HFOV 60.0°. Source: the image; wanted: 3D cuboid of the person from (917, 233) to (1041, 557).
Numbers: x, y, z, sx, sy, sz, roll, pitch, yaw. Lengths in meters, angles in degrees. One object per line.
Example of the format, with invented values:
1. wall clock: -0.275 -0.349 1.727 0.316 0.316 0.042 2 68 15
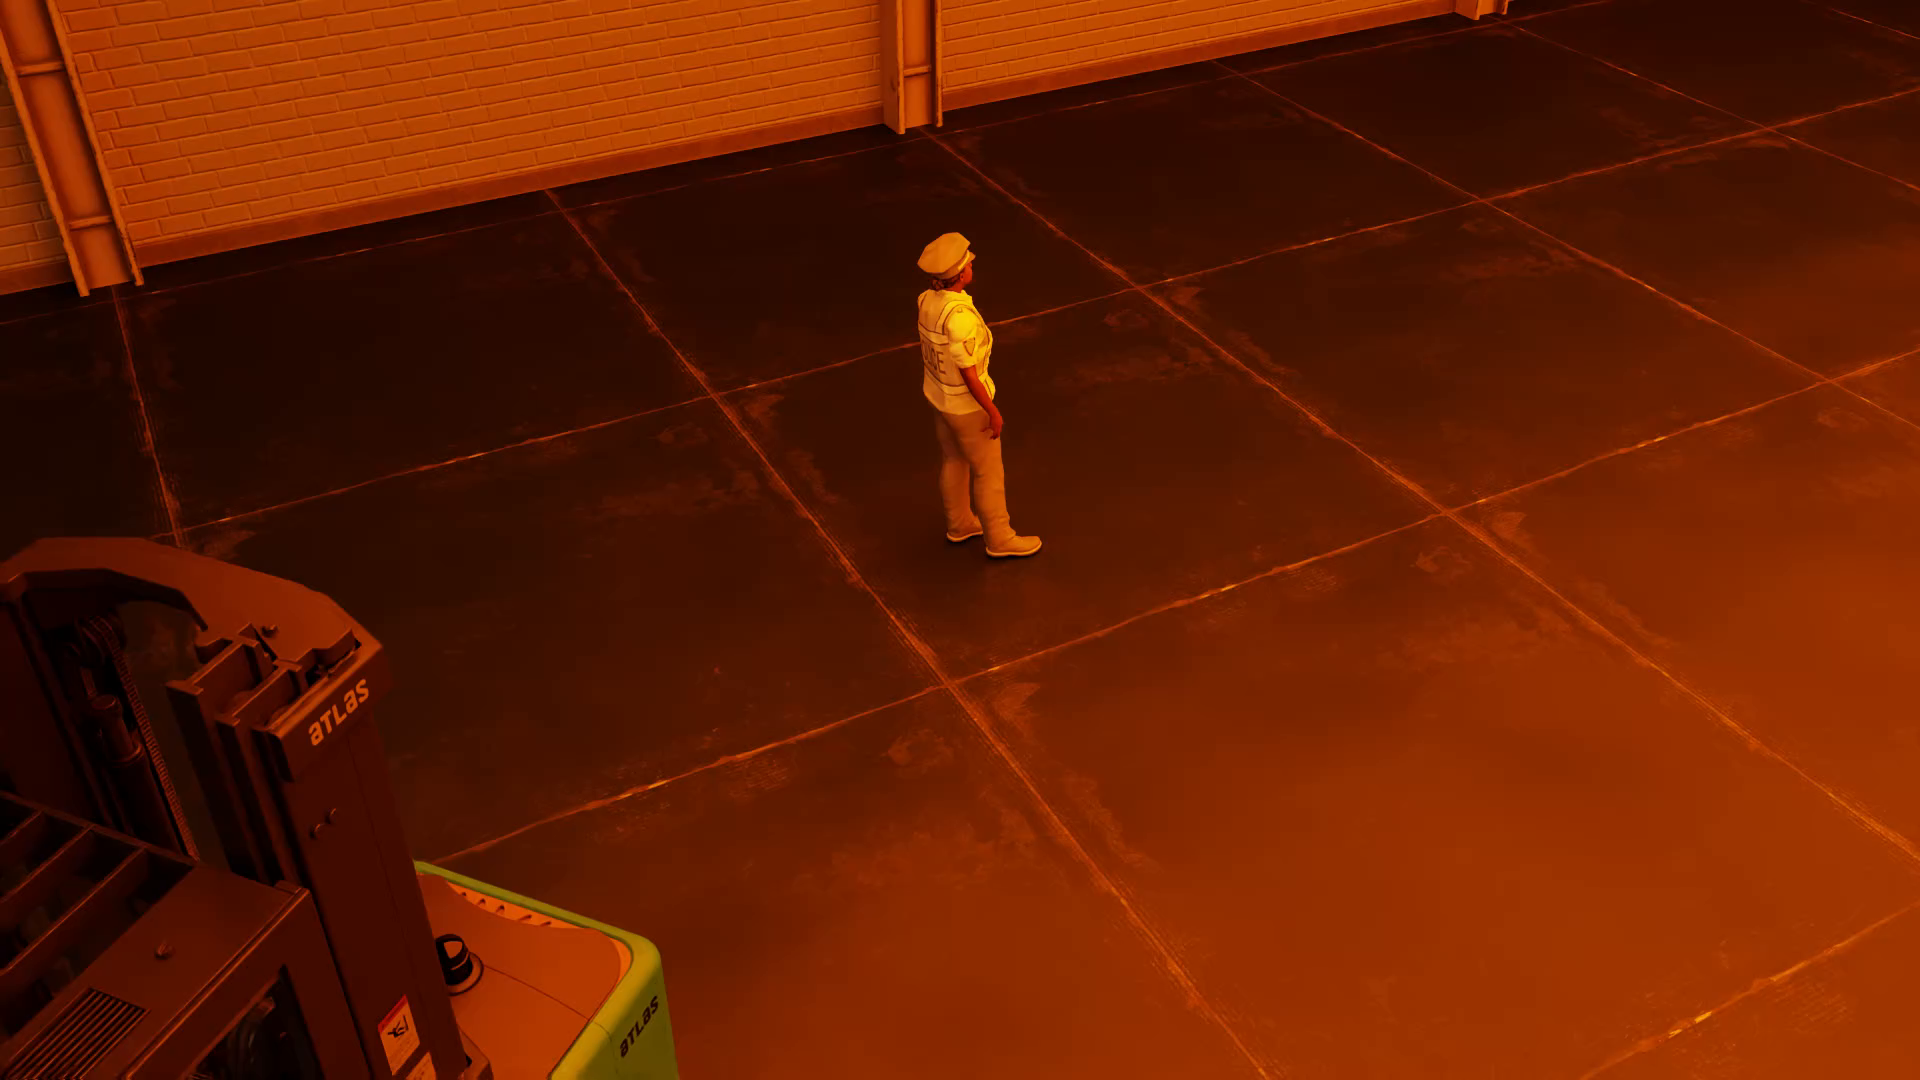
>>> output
1. person: 0.076 -0.708 8.183 0.528 1.695 0.569 -17 39 -23

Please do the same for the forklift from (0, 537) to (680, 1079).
1. forklift: -1.927 1.587 3.878 1.130 2.935 3.031 13 37 18
